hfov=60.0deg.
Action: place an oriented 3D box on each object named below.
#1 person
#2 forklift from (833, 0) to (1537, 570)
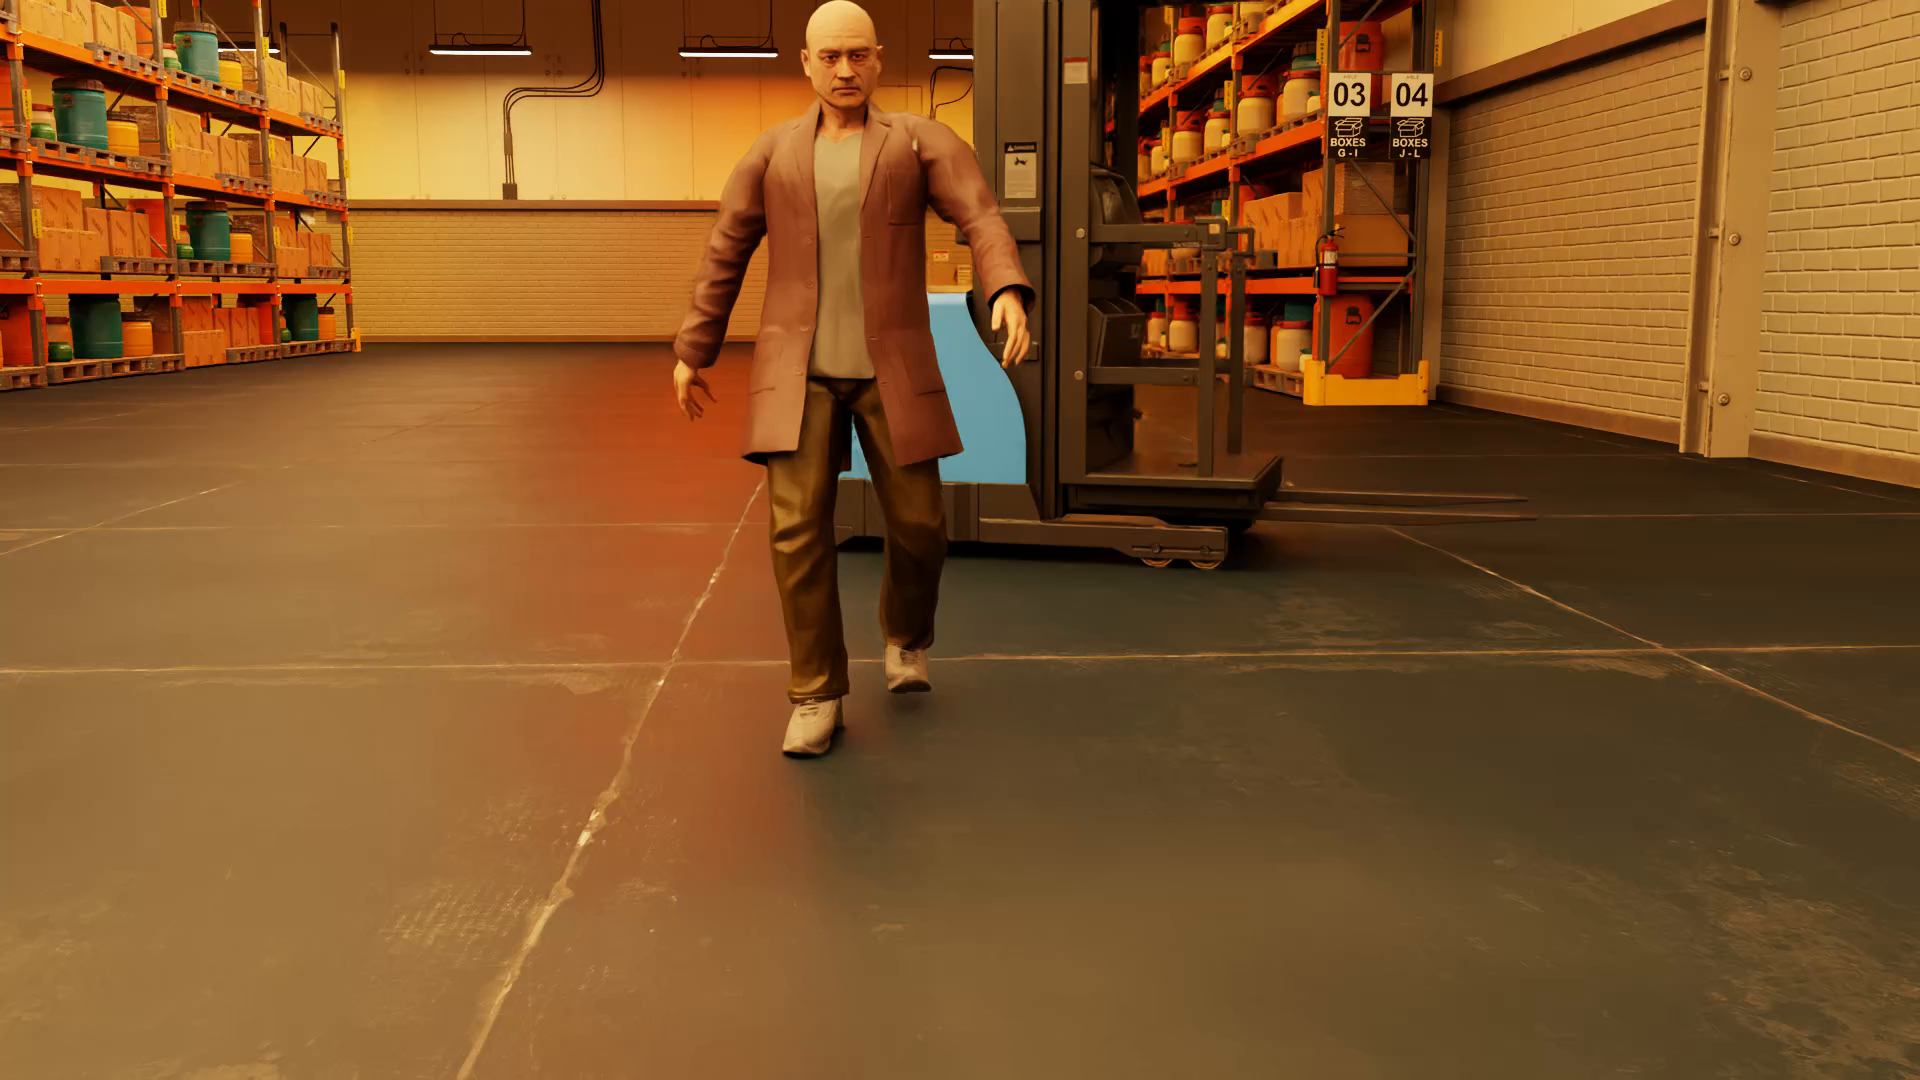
[{"bbox_3d":[-0.278,-0.405,4.076,0.913,1.762,0.746,0,8,1],"label":"person"},{"bbox_3d":[0.841,-1.421,6.898,3.031,2.935,1.130,2,9,16],"label":"forklift"}]
